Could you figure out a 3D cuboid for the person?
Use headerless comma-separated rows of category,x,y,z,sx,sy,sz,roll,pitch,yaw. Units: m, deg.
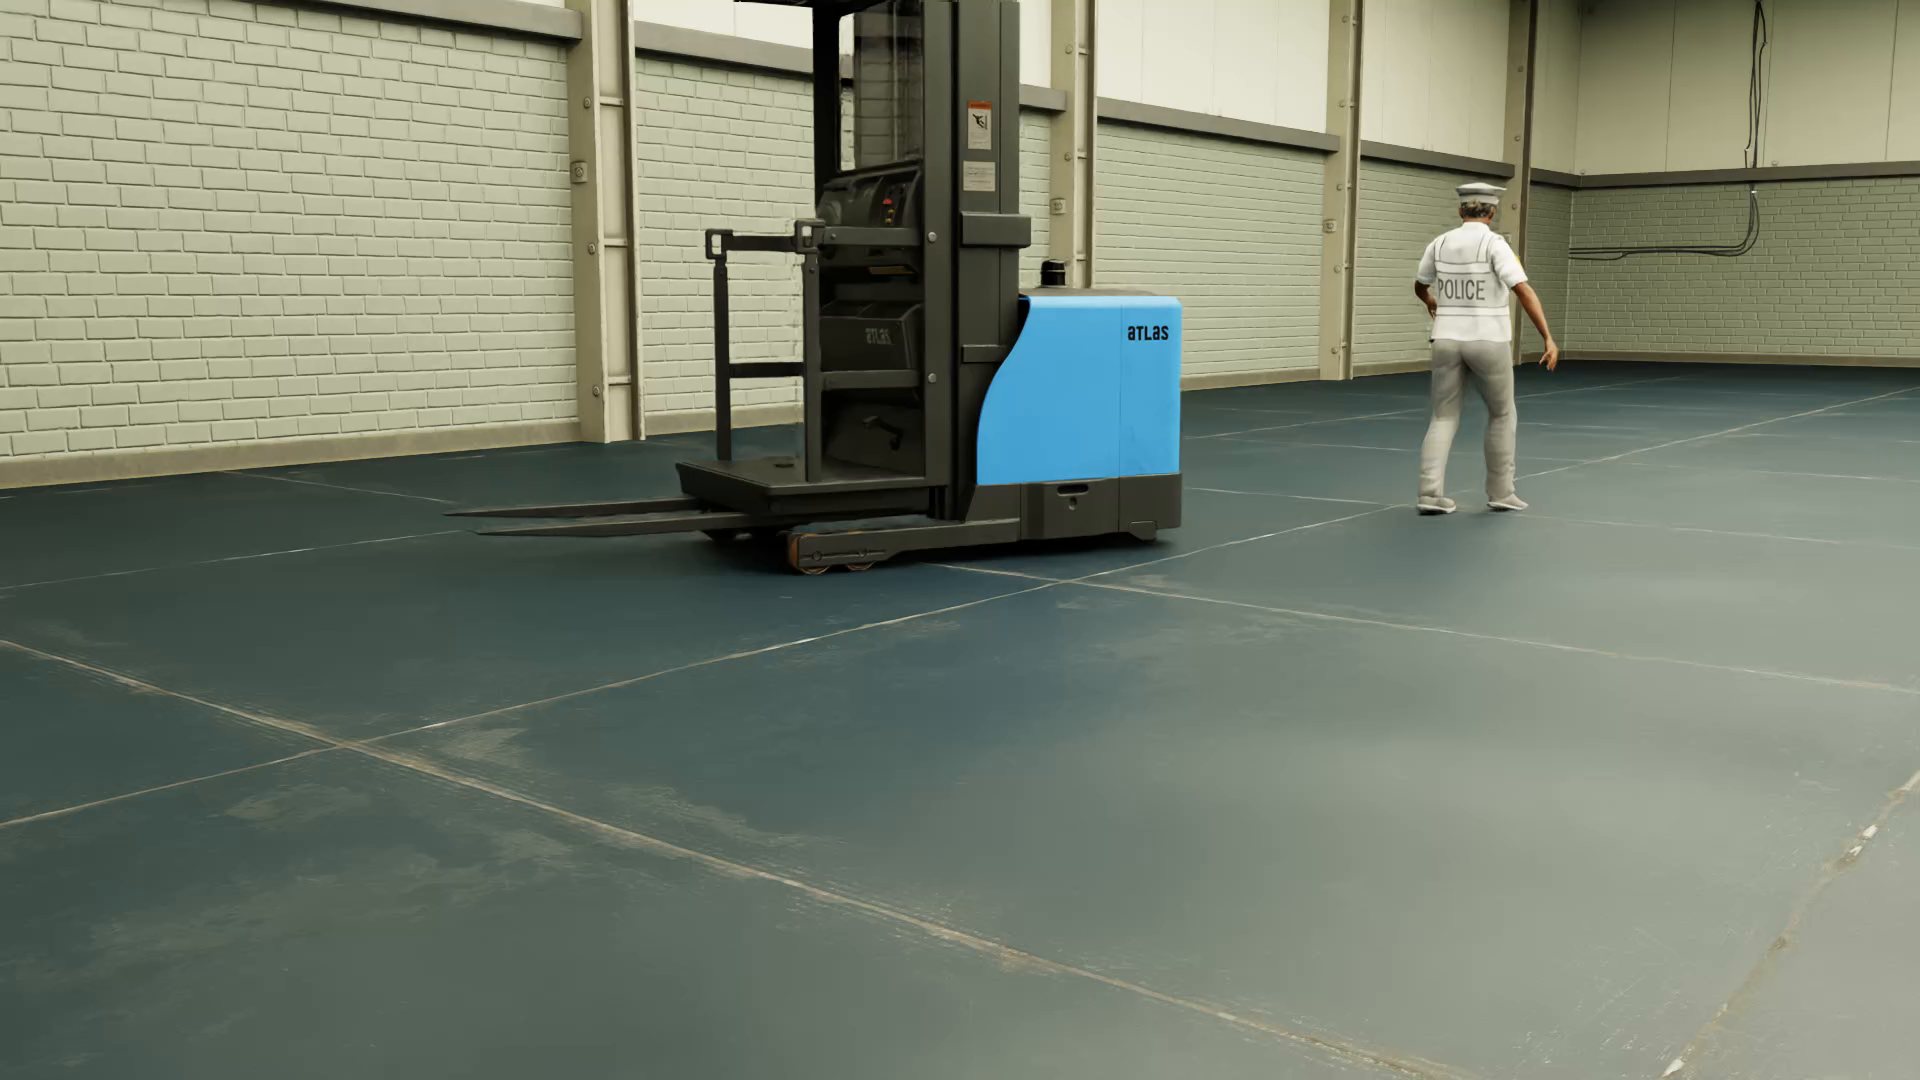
person,2.618,-0.942,8.300,0.899,1.648,0.708,8,11,42

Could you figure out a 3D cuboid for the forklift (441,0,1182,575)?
forklift,-0.571,-1.400,6.847,3.031,2.935,1.130,-4,9,-28
